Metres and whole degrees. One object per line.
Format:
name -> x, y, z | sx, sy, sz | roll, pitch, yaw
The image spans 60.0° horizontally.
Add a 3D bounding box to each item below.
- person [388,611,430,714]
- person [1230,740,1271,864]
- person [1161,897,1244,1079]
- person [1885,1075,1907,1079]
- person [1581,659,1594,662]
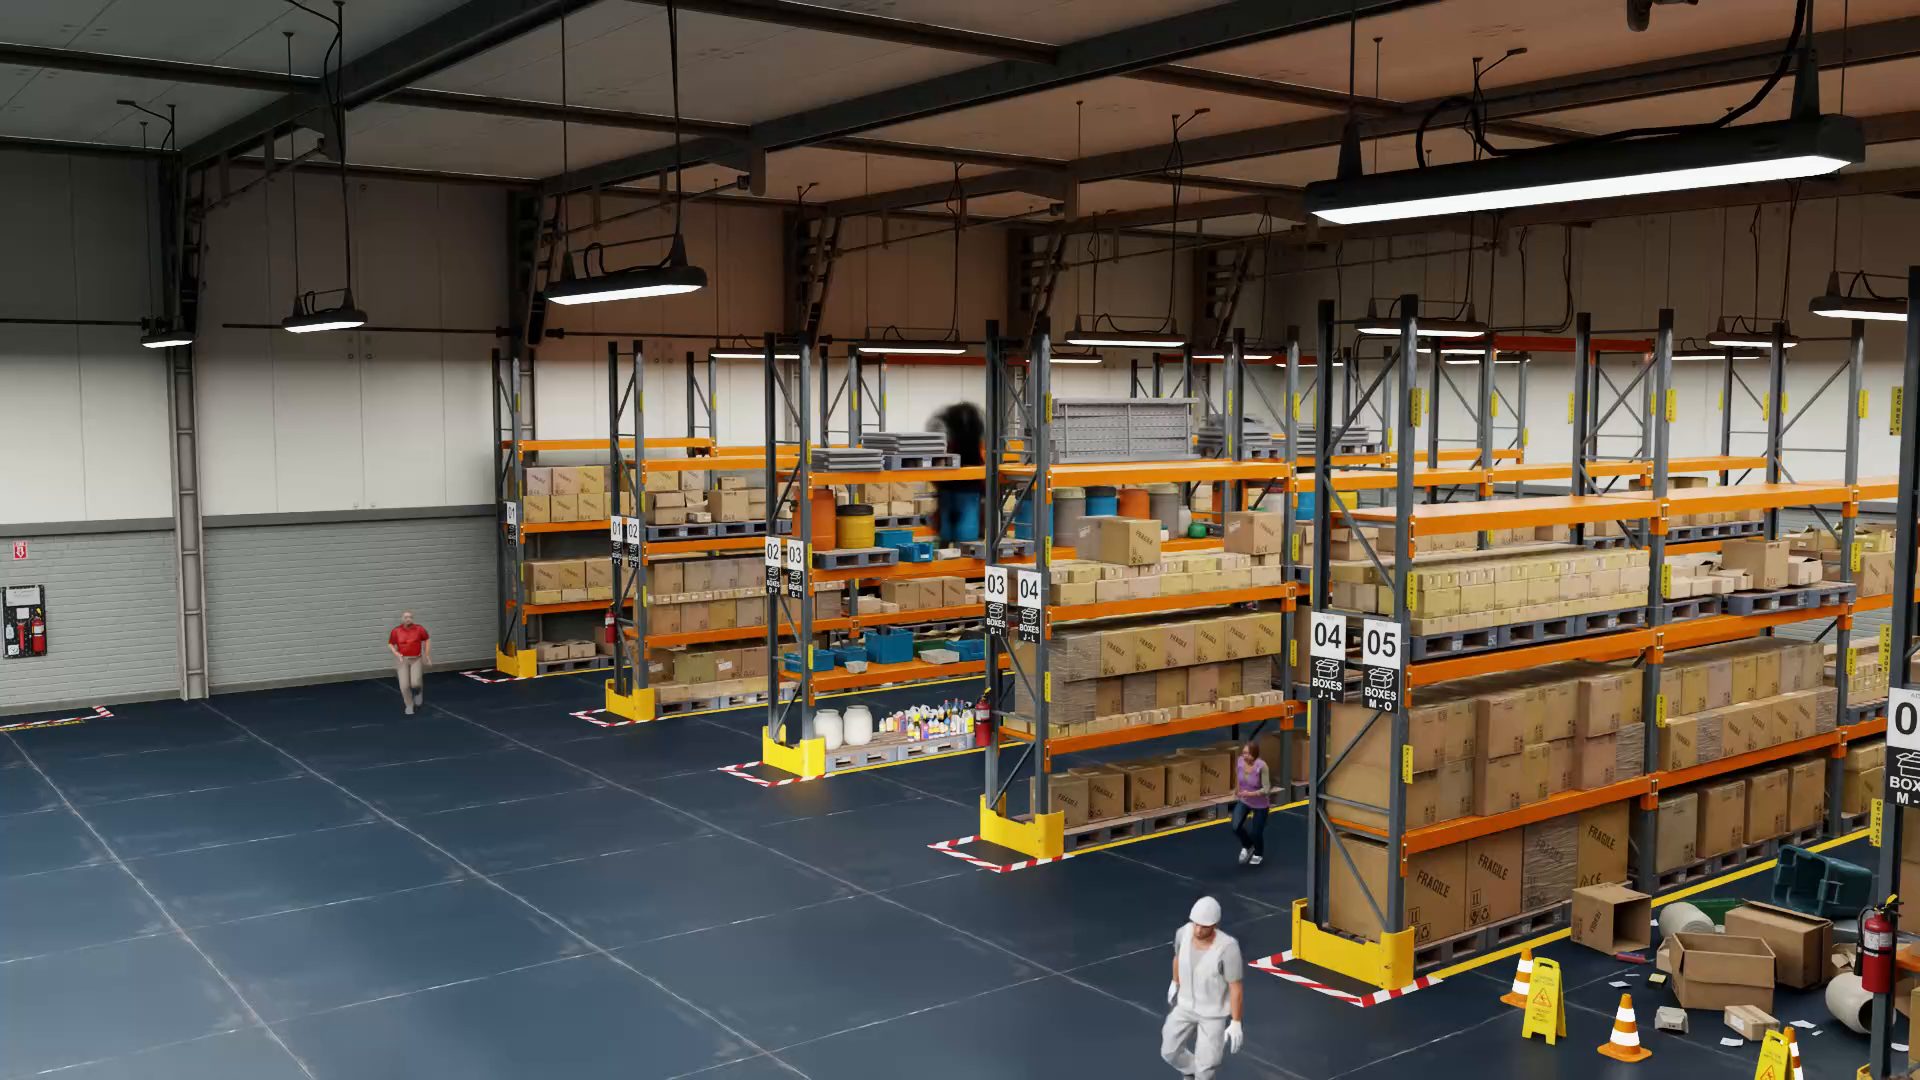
person -> -8.894, 1.976, 26.879 | 0.642, 1.681, 0.641 | -1, 5, -16
person -> 3.143, 2.849, 17.960 | 0.516, 1.460, 0.882 | 3, 6, 27
person -> 1.717, 3.279, 11.694 | 0.818, 1.702, 0.686 | 4, 7, 40
person -> 5.060, 3.616, 9.091 | 0.606, 1.507, 0.622 | 4, 7, 41
person -> 8.515, 2.389, 22.532 | 0.590, 1.613, 0.684 | 4, 6, 36
